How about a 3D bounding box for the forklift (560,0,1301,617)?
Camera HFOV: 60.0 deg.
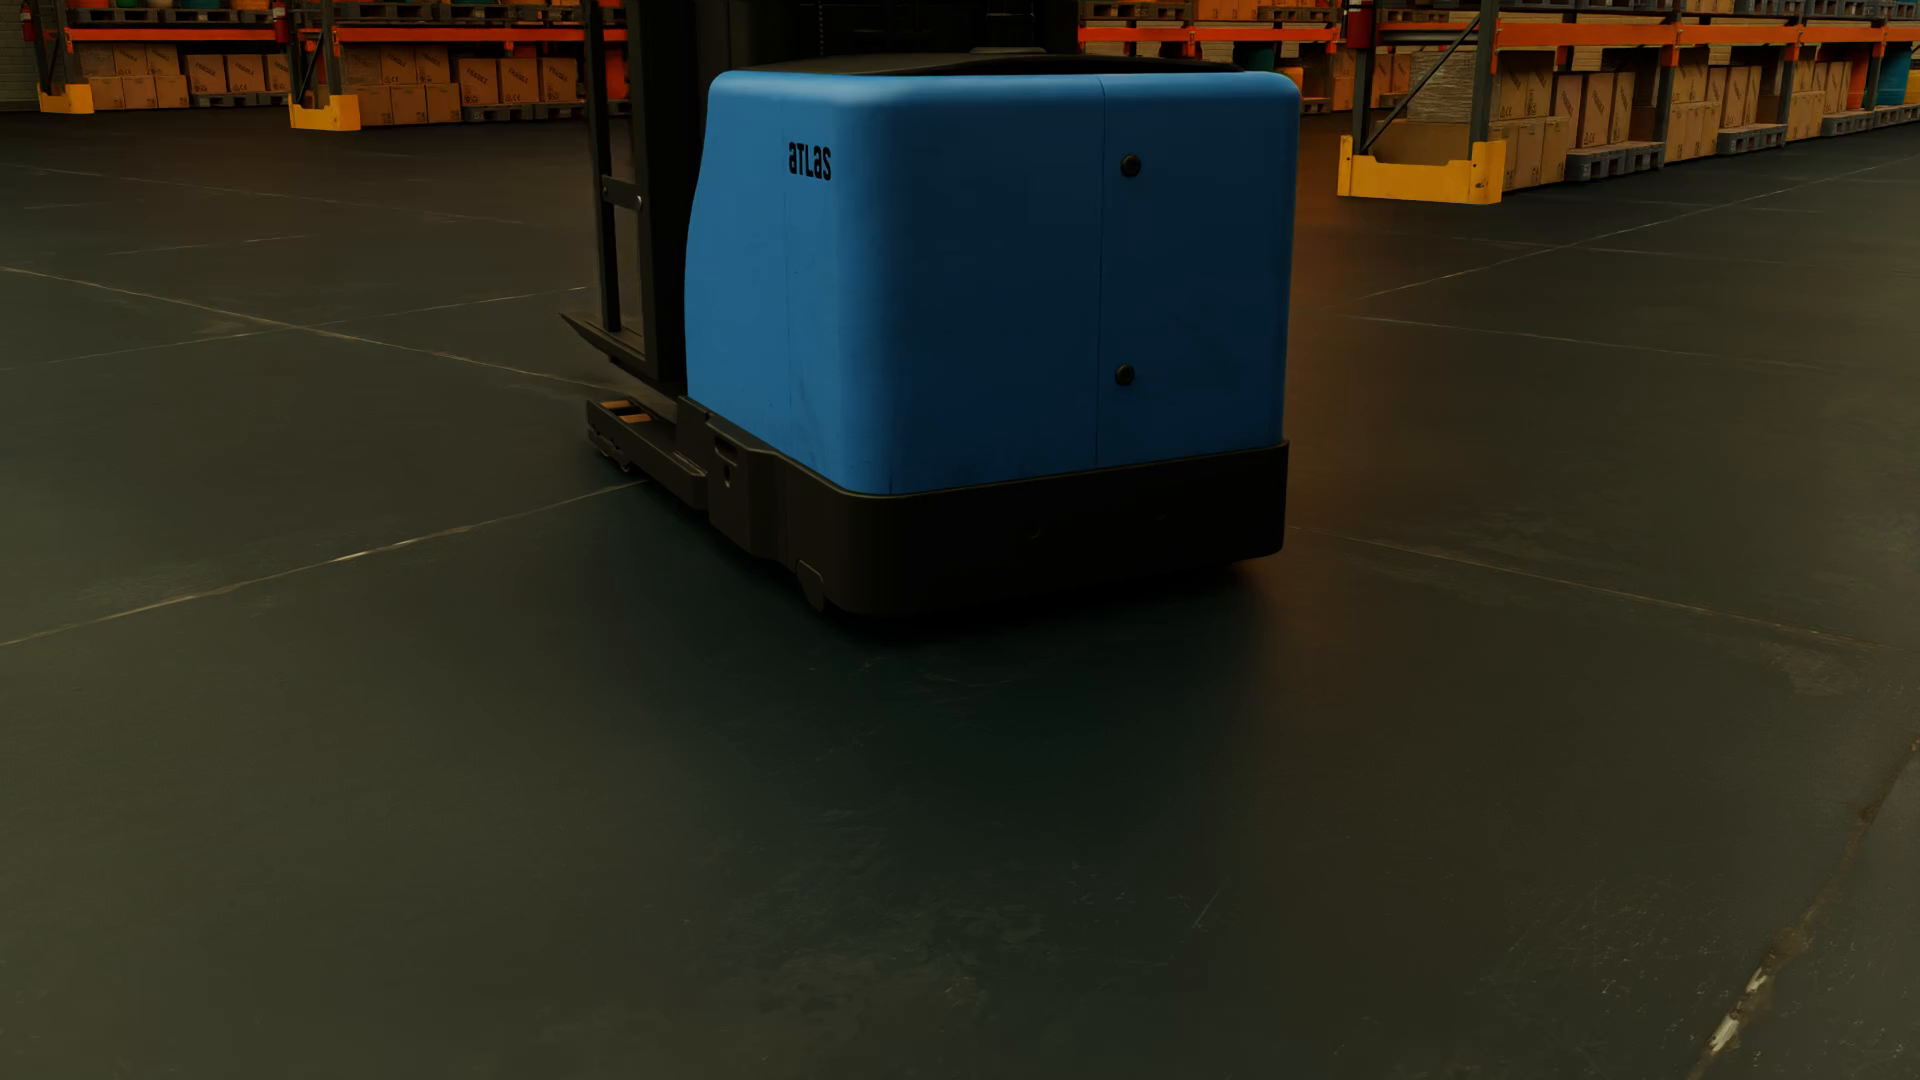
[{"bbox_3d":[-0.404,-1.635,4.282,1.130,2.935,3.031,-8,19,-26],"label":"forklift"}]
